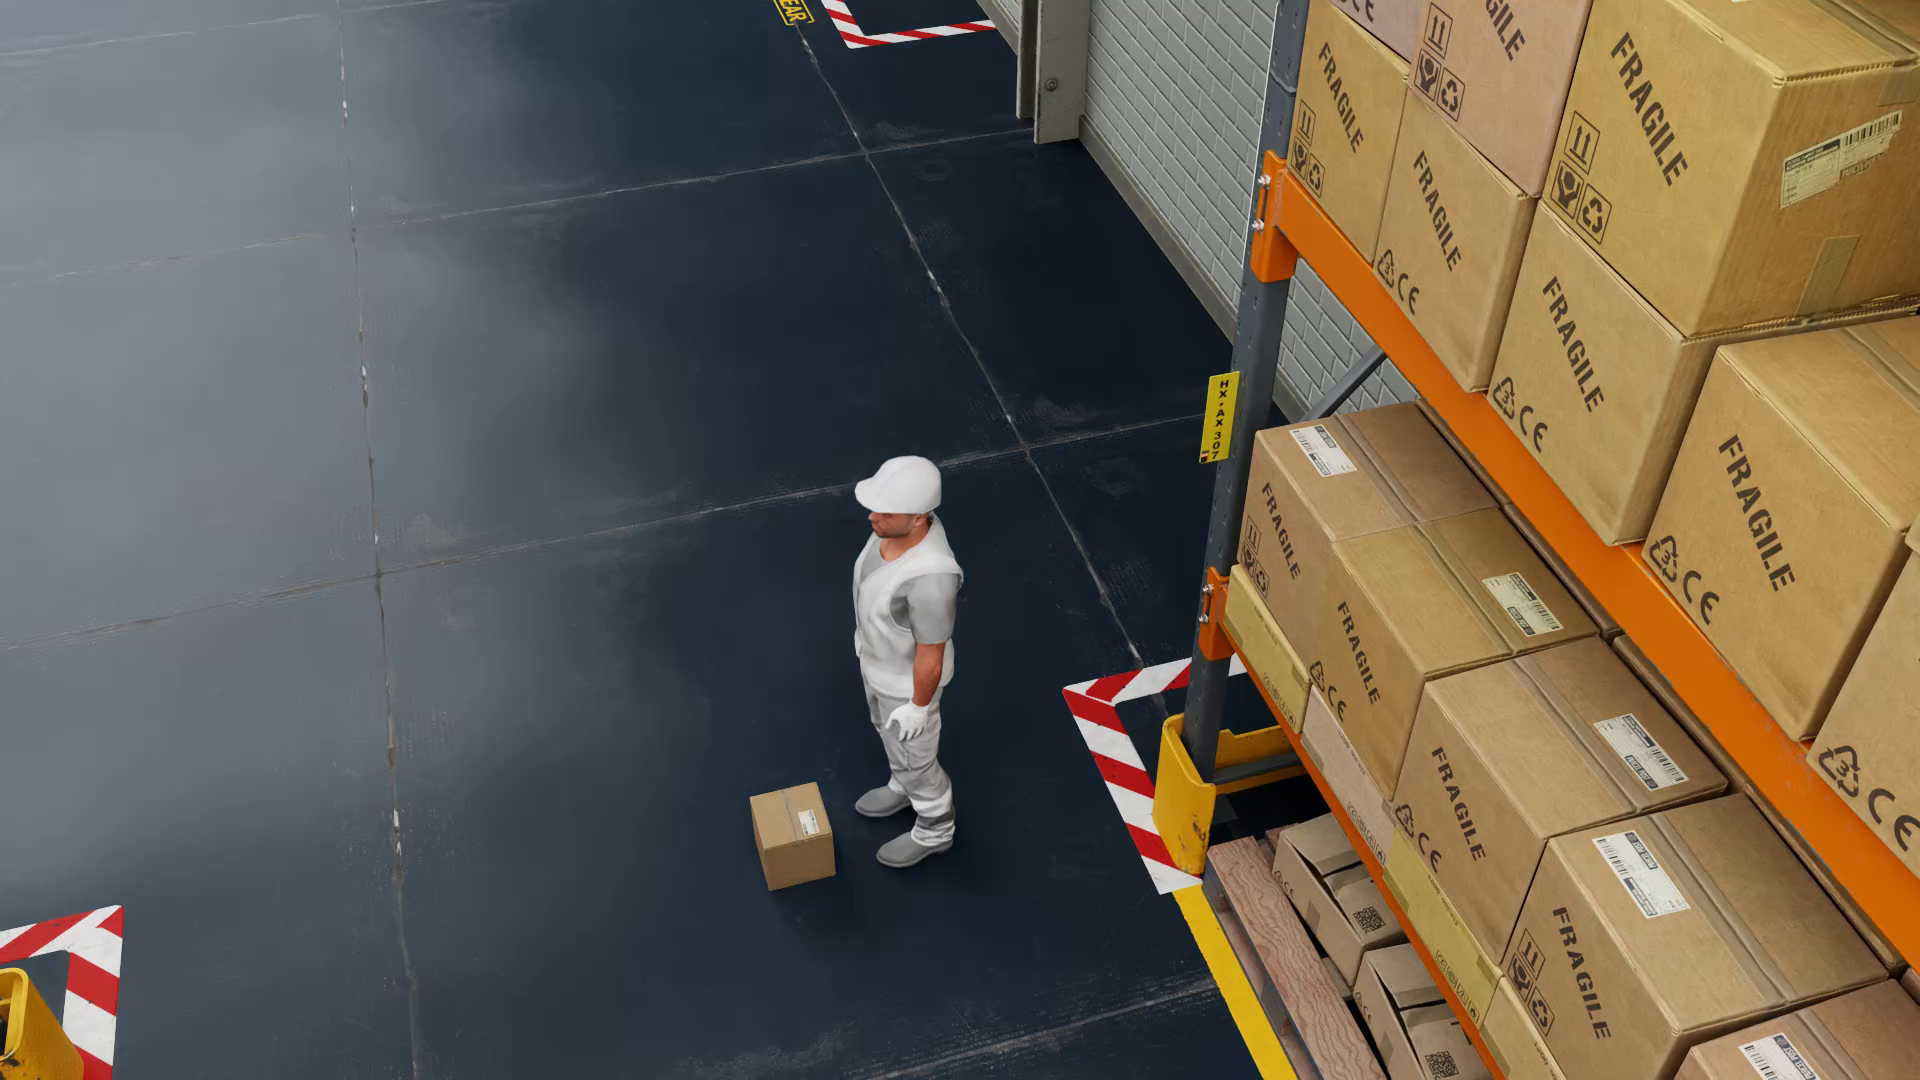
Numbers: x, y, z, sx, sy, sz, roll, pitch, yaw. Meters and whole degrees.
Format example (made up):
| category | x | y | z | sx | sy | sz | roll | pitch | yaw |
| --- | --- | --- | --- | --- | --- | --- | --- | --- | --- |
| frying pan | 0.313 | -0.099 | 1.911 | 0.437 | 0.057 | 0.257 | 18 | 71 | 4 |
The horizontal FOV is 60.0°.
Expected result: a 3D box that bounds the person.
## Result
| category | x | y | z | sx | sy | sz | roll | pitch | yaw |
| --- | --- | --- | --- | --- | --- | --- | --- | --- | --- |
| person | -0.191 | 0.426 | 5.666 | 0.341 | 1.787 | 0.523 | -12 | 43 | -13 |
